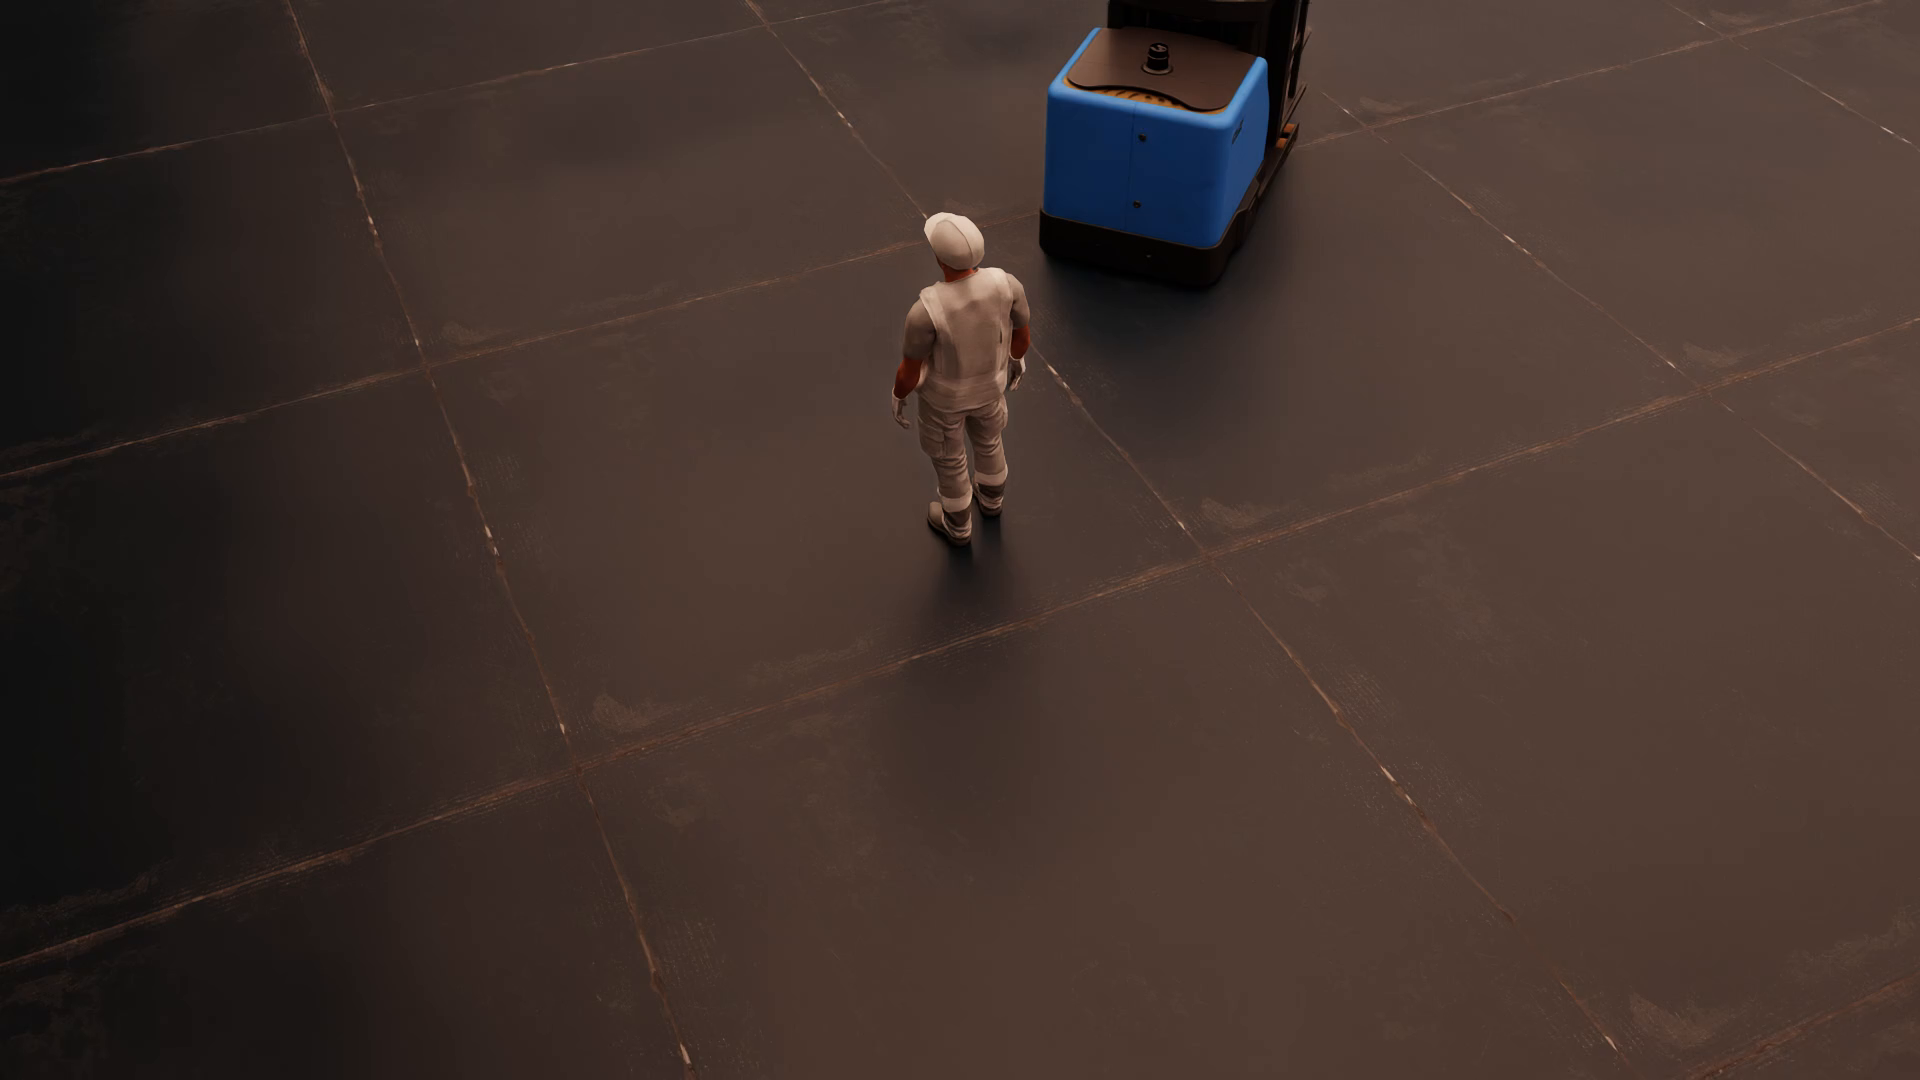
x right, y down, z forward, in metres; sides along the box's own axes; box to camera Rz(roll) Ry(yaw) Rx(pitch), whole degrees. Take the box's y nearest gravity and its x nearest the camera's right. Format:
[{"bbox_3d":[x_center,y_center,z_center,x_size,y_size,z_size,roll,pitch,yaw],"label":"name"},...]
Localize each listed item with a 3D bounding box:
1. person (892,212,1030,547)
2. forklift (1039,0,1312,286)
[{"bbox_3d":[-0.024,-0.712,7.270,0.638,1.789,0.562,-18,46,-18],"label":"person"},{"bbox_3d":[1.481,-3.500,9.430,1.130,2.935,3.031,16,45,16],"label":"forklift"}]
